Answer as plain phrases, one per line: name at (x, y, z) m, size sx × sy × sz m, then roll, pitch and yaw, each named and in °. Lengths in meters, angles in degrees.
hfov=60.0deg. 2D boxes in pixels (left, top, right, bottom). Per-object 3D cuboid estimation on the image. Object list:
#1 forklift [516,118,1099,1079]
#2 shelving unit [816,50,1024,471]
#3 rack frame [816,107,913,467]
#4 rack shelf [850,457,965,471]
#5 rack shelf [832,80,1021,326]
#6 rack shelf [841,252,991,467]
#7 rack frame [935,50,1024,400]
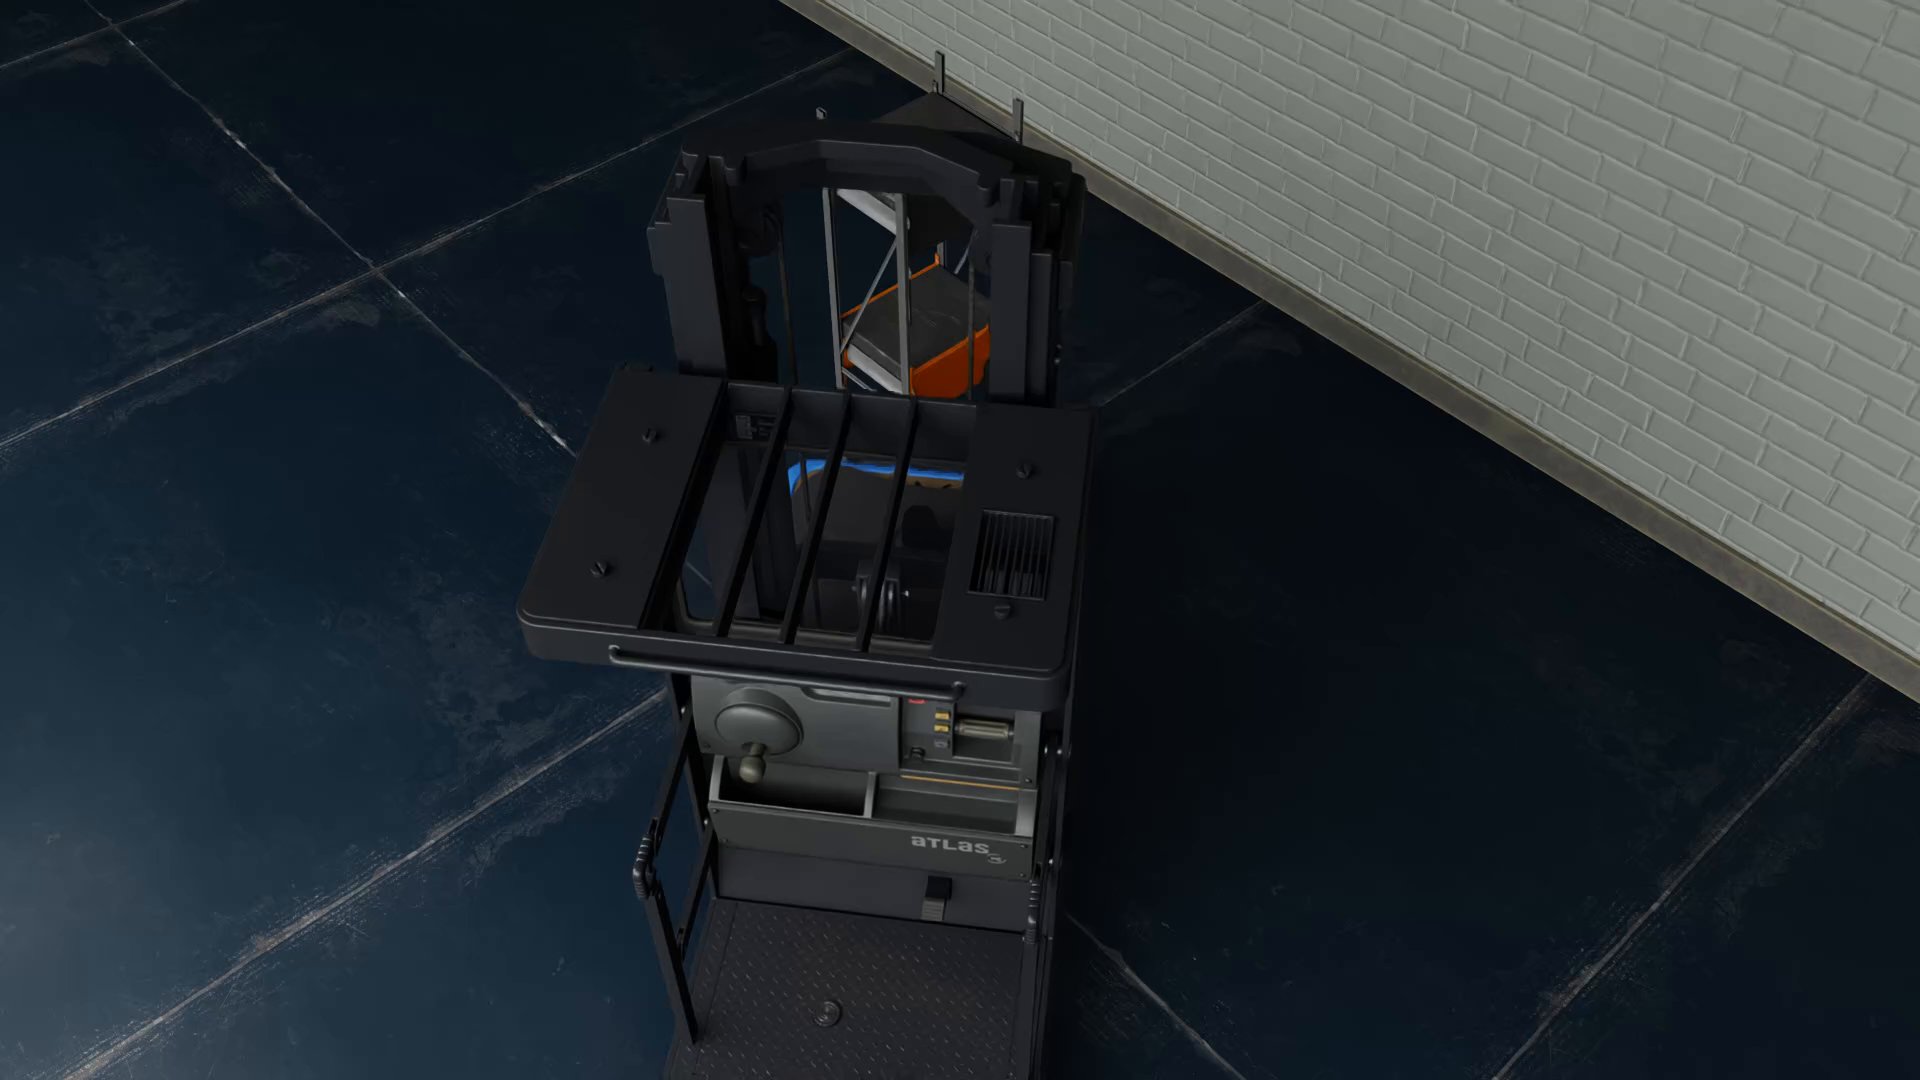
forklift at (-0.273, 0.571, 4.229) m, size 1.130 × 2.935 × 3.031 m, roll 6°, pitch 48°, yaw 5°
shelving unit at (-0.122, -0.630, 5.903) m, size 0.503 × 2.100 × 0.431 m, roll -34°, pitch 56°, yaw -27°
rack frame at (-0.303, -0.510, 5.791) m, size 0.015 × 2.100 × 0.400 m, roll -34°, pitch 56°, yaw -27°
rack shelf at (-0.122, -0.146, 6.427) m, size 0.480 × 0.518 × 0.431 m, roll -34°, pitch 56°, yaw -27°
rack shelf at (-0.122, -1.096, 5.398) m, size 0.480 × 0.518 × 0.431 m, roll -34°, pitch 56°, yaw -27°
rack shelf at (-0.122, -0.621, 5.913) m, size 0.480 × 0.518 × 0.431 m, roll -34°, pitch 56°, yaw -27°
rack frame at (0.058, -0.751, 6.014) m, size 0.015 × 2.100 × 0.400 m, roll -34°, pitch 56°, yaw -27°
